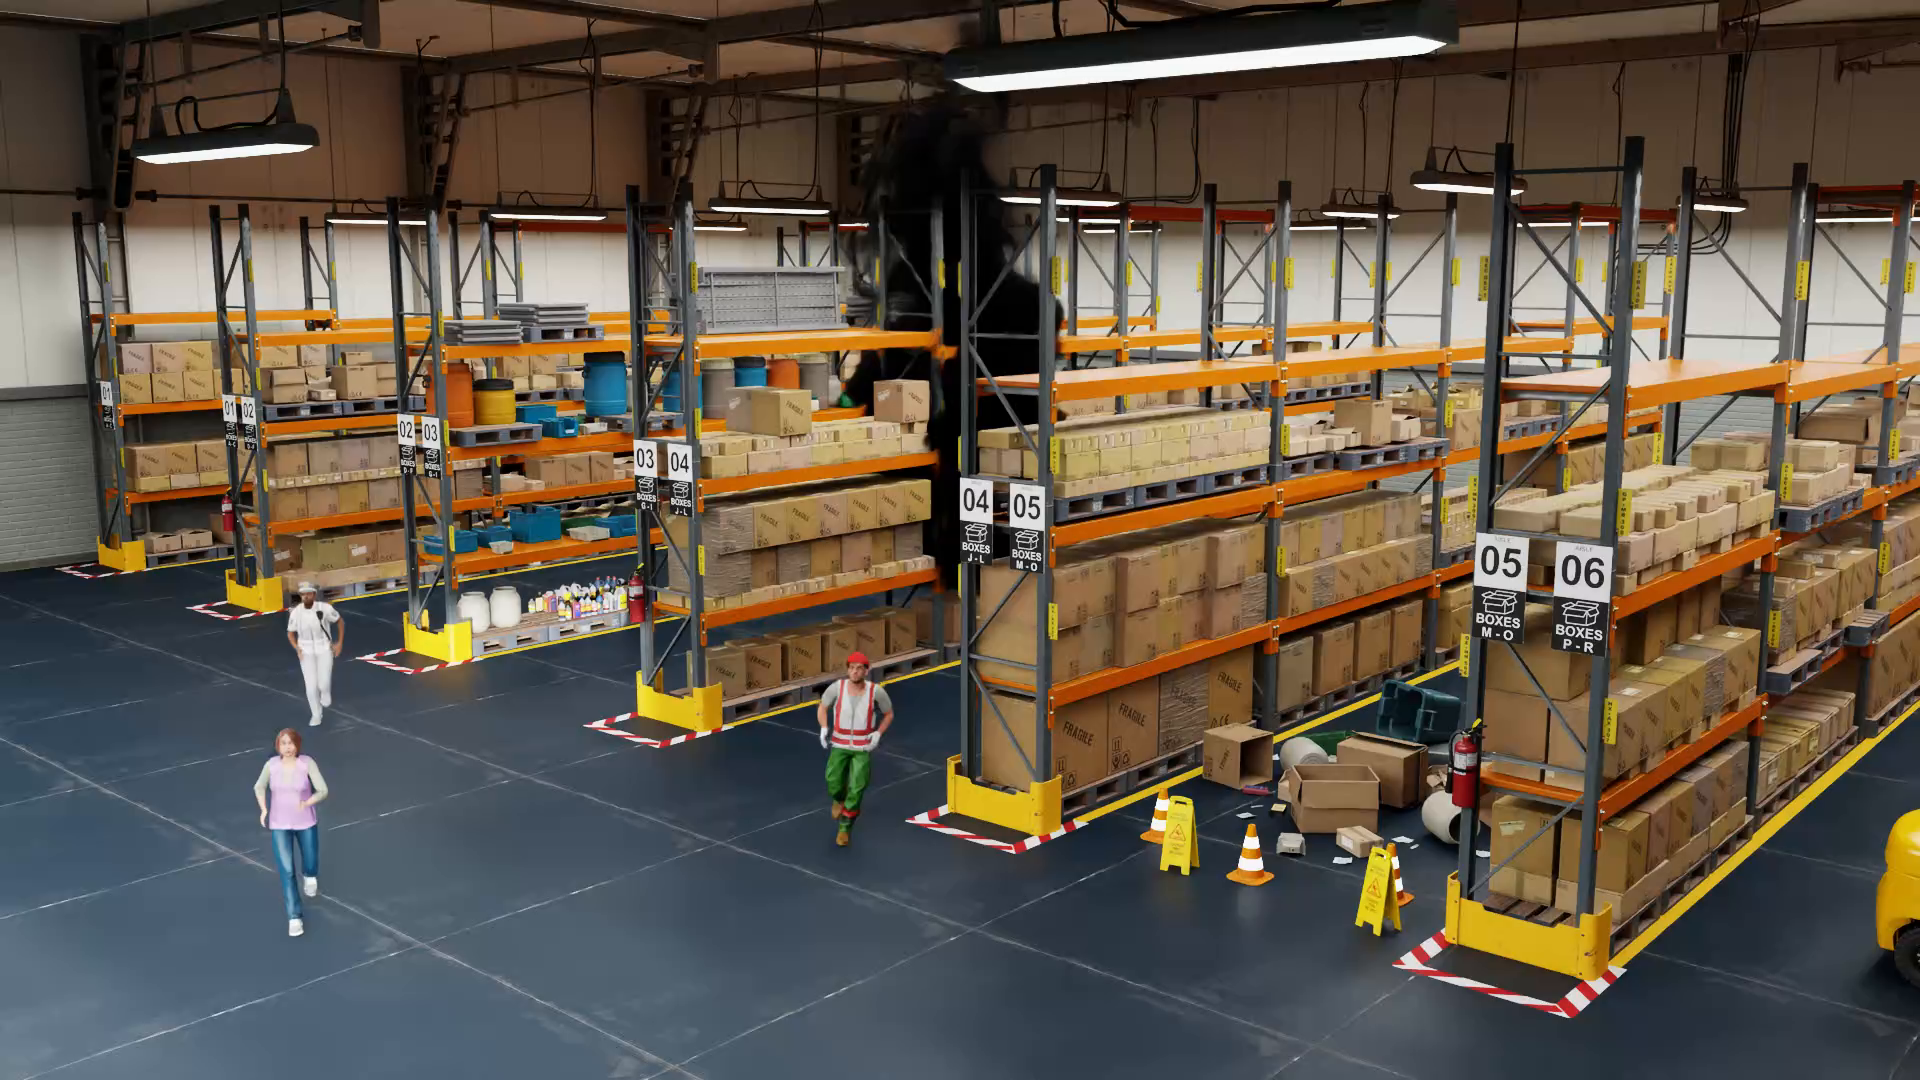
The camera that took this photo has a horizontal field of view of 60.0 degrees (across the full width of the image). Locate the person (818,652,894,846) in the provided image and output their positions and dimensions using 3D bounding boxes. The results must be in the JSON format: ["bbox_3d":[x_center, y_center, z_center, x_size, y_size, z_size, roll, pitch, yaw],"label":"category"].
[{"bbox_3d":[-0.939,1.845,15.007,0.689,1.737,0.614,0,9,3],"label":"person"}]

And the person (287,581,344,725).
[{"bbox_3d":[-7.256,1.266,18.740,0.597,1.664,0.605,-2,10,-14],"label":"person"}]

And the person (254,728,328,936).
[{"bbox_3d":[-5.249,2.240,13.083,0.548,1.568,0.805,-3,10,-18],"label":"person"}]
